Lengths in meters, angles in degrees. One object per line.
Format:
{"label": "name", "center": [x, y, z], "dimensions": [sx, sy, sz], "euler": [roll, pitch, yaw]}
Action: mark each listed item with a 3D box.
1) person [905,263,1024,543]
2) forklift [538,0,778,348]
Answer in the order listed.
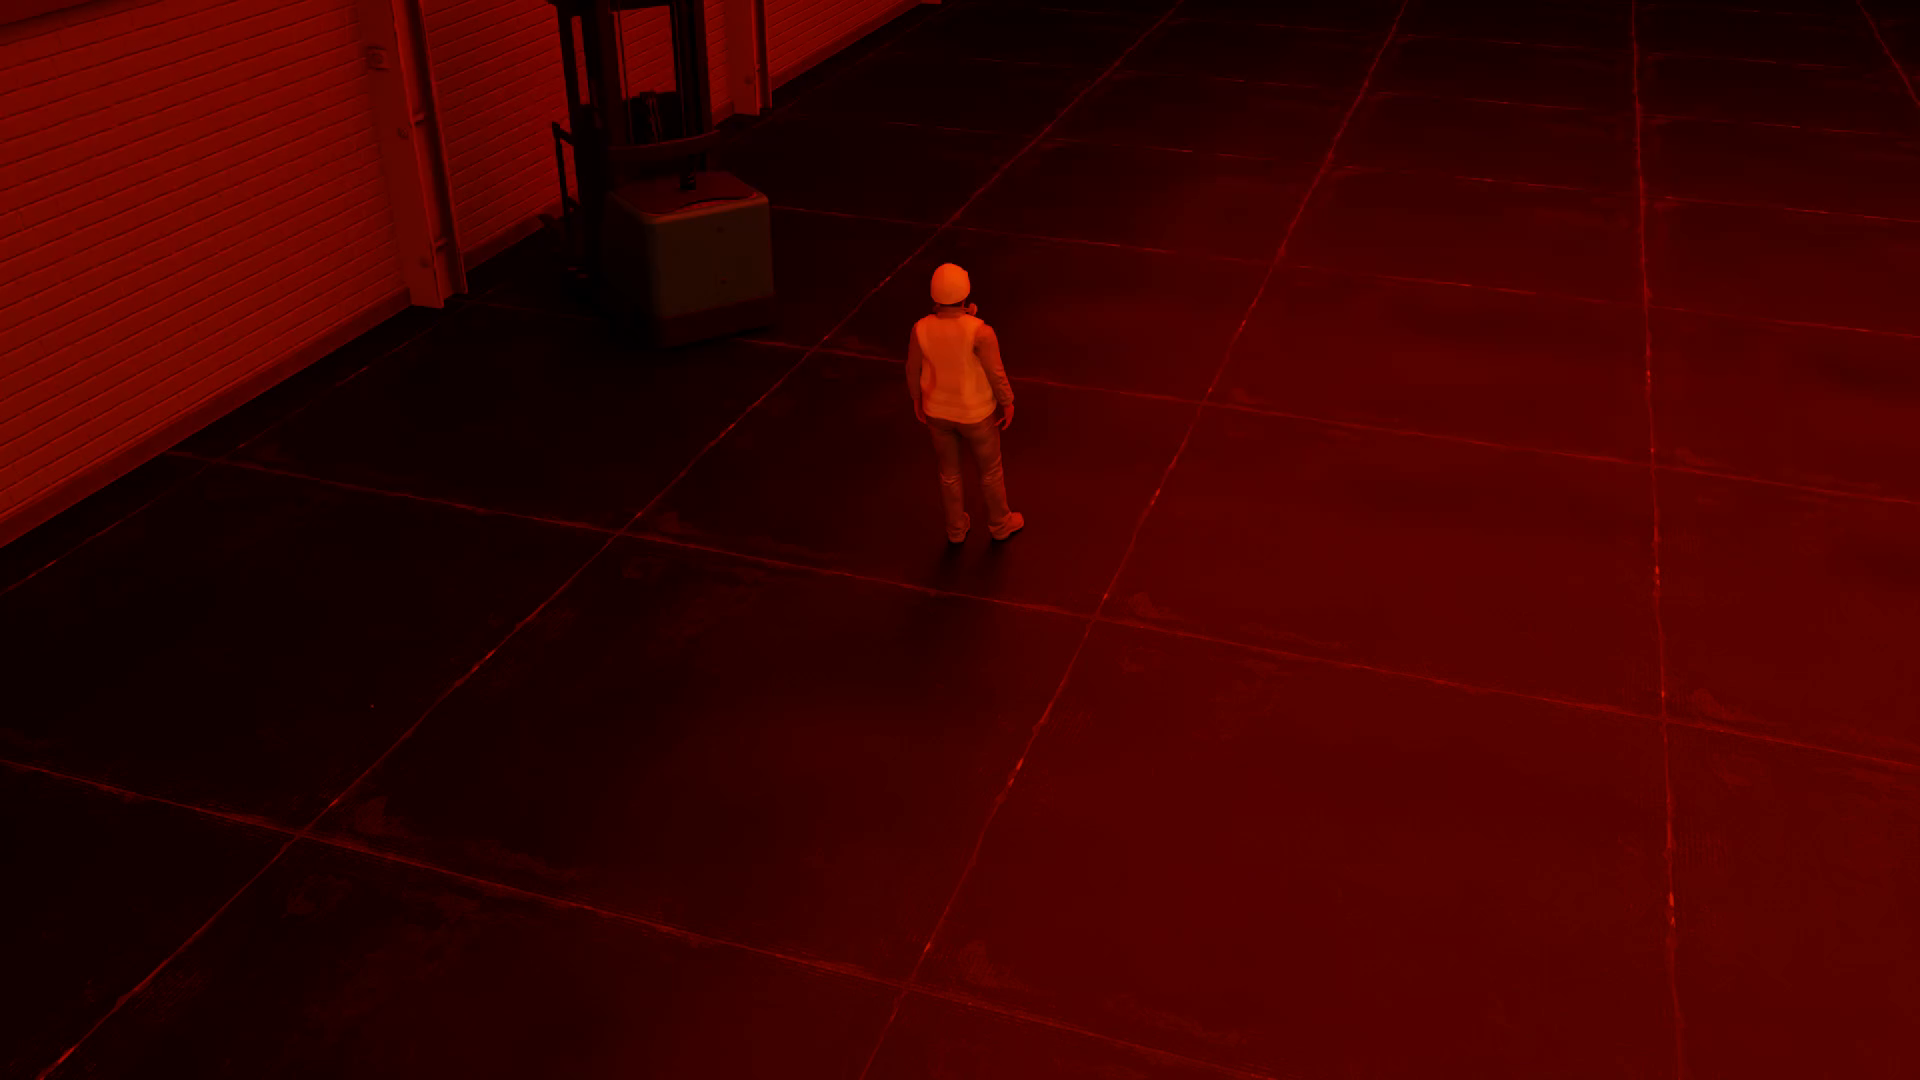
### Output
{"label": "person", "center": [0.027, -0.803, 9.704], "dimensions": [0.633, 1.770, 0.566], "euler": [10, 31, 16]}
{"label": "forklift", "center": [-2.630, -3.402, 13.105], "dimensions": [1.130, 2.935, 3.031], "euler": [-17, 34, -28]}
